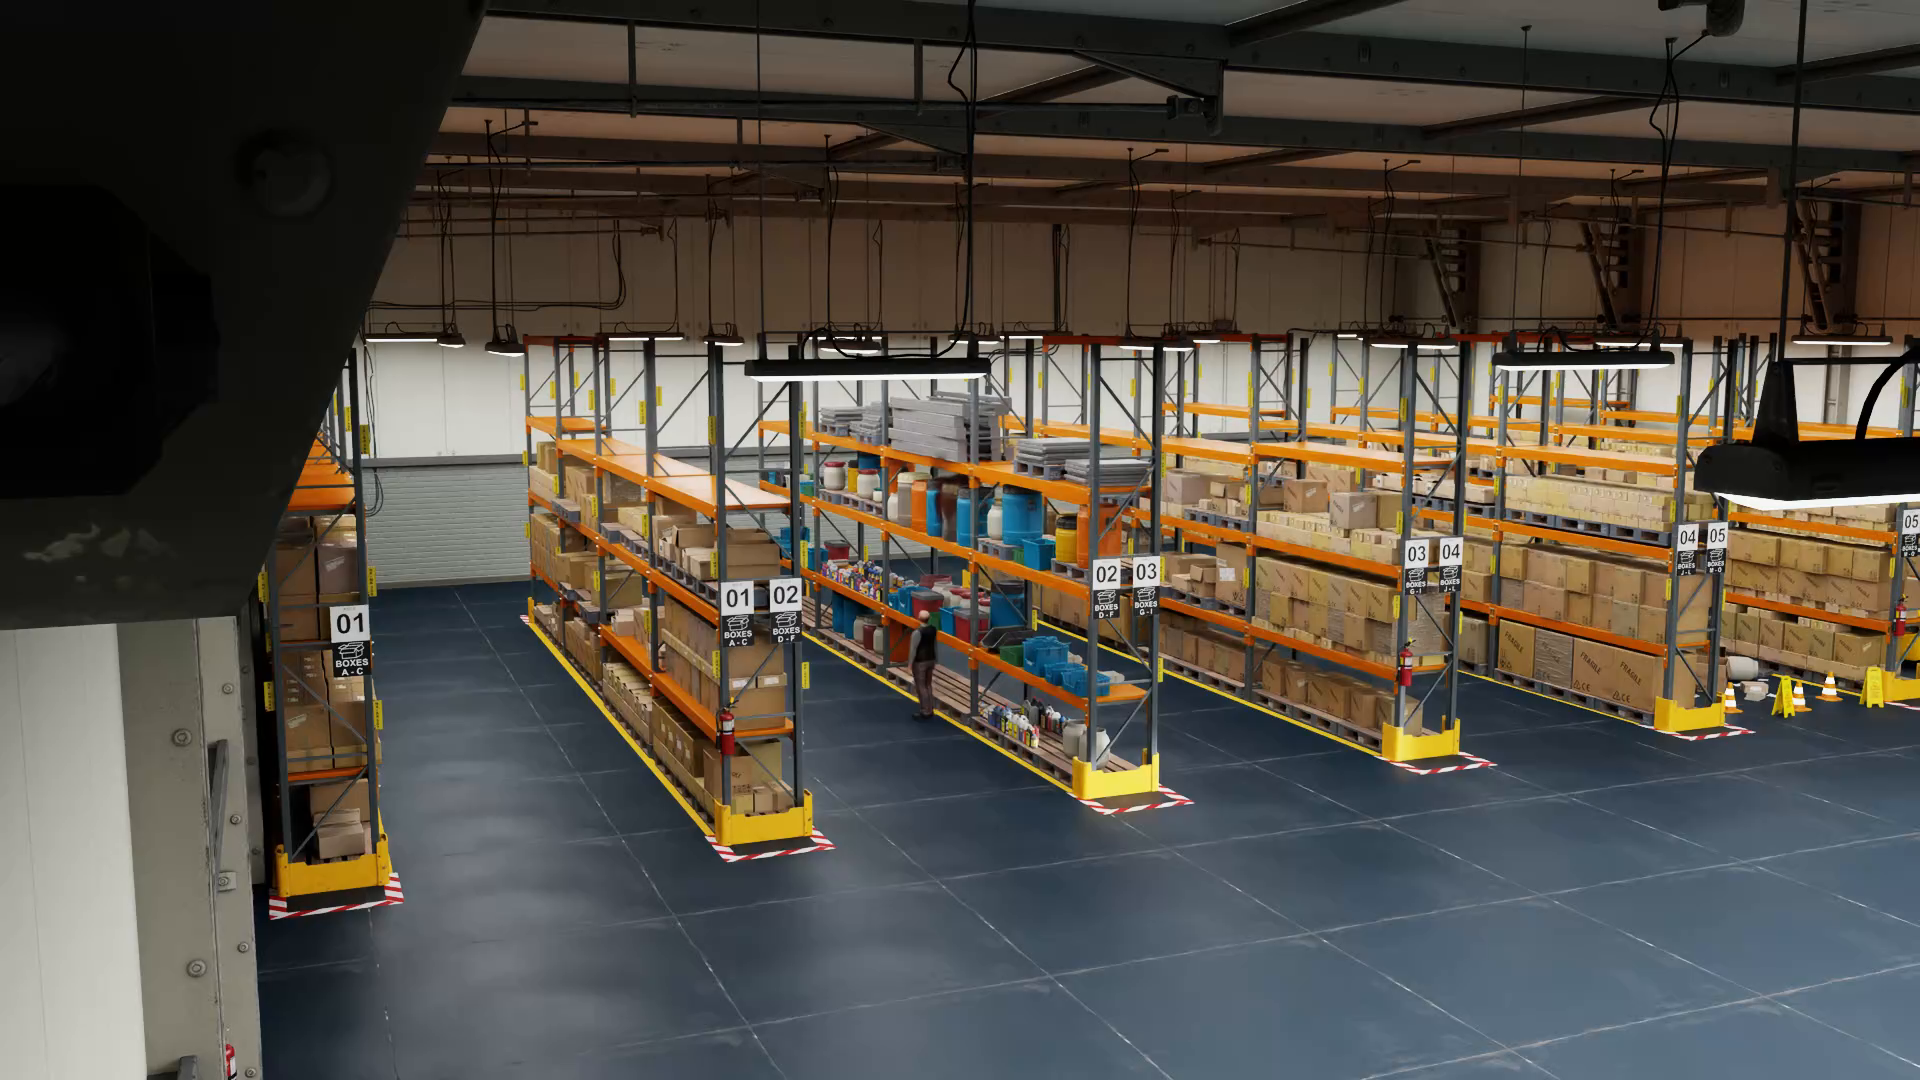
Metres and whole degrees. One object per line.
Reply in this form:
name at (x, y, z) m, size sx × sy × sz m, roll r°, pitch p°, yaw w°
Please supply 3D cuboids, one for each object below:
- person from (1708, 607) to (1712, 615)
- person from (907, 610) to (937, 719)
person at (15.912, 0.726, 35.439) m, size 0.502 × 1.772 × 0.637 m, roll 1°, pitch 8°, yaw 9°
person at (-0.605, 1.984, 26.365) m, size 0.393 × 1.760 × 0.628 m, roll 6°, pitch 10°, yaw 38°
